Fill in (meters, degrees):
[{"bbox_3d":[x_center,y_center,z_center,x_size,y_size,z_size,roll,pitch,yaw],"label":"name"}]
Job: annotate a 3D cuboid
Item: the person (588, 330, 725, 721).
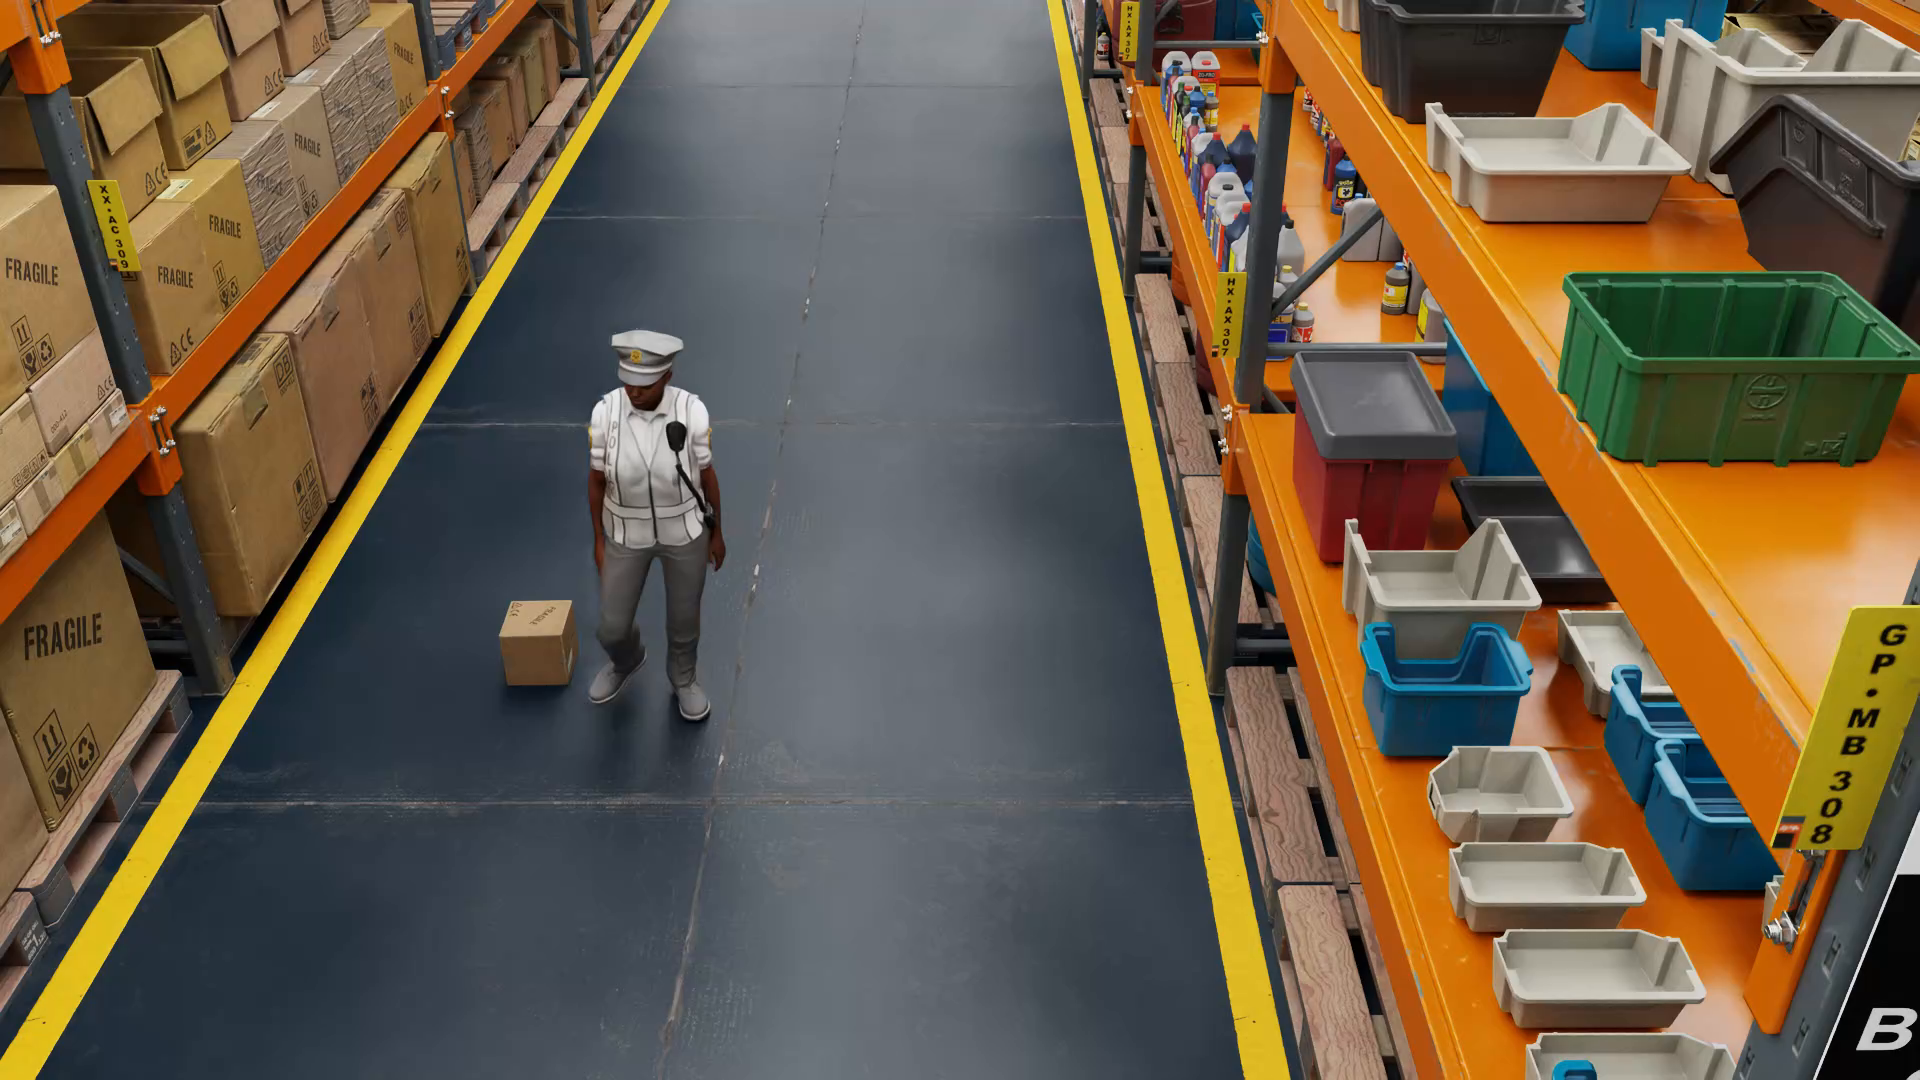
[{"bbox_3d":[-1.173,-0.032,6.156,0.590,1.660,0.459,-4,32,-7],"label":"person"}]
